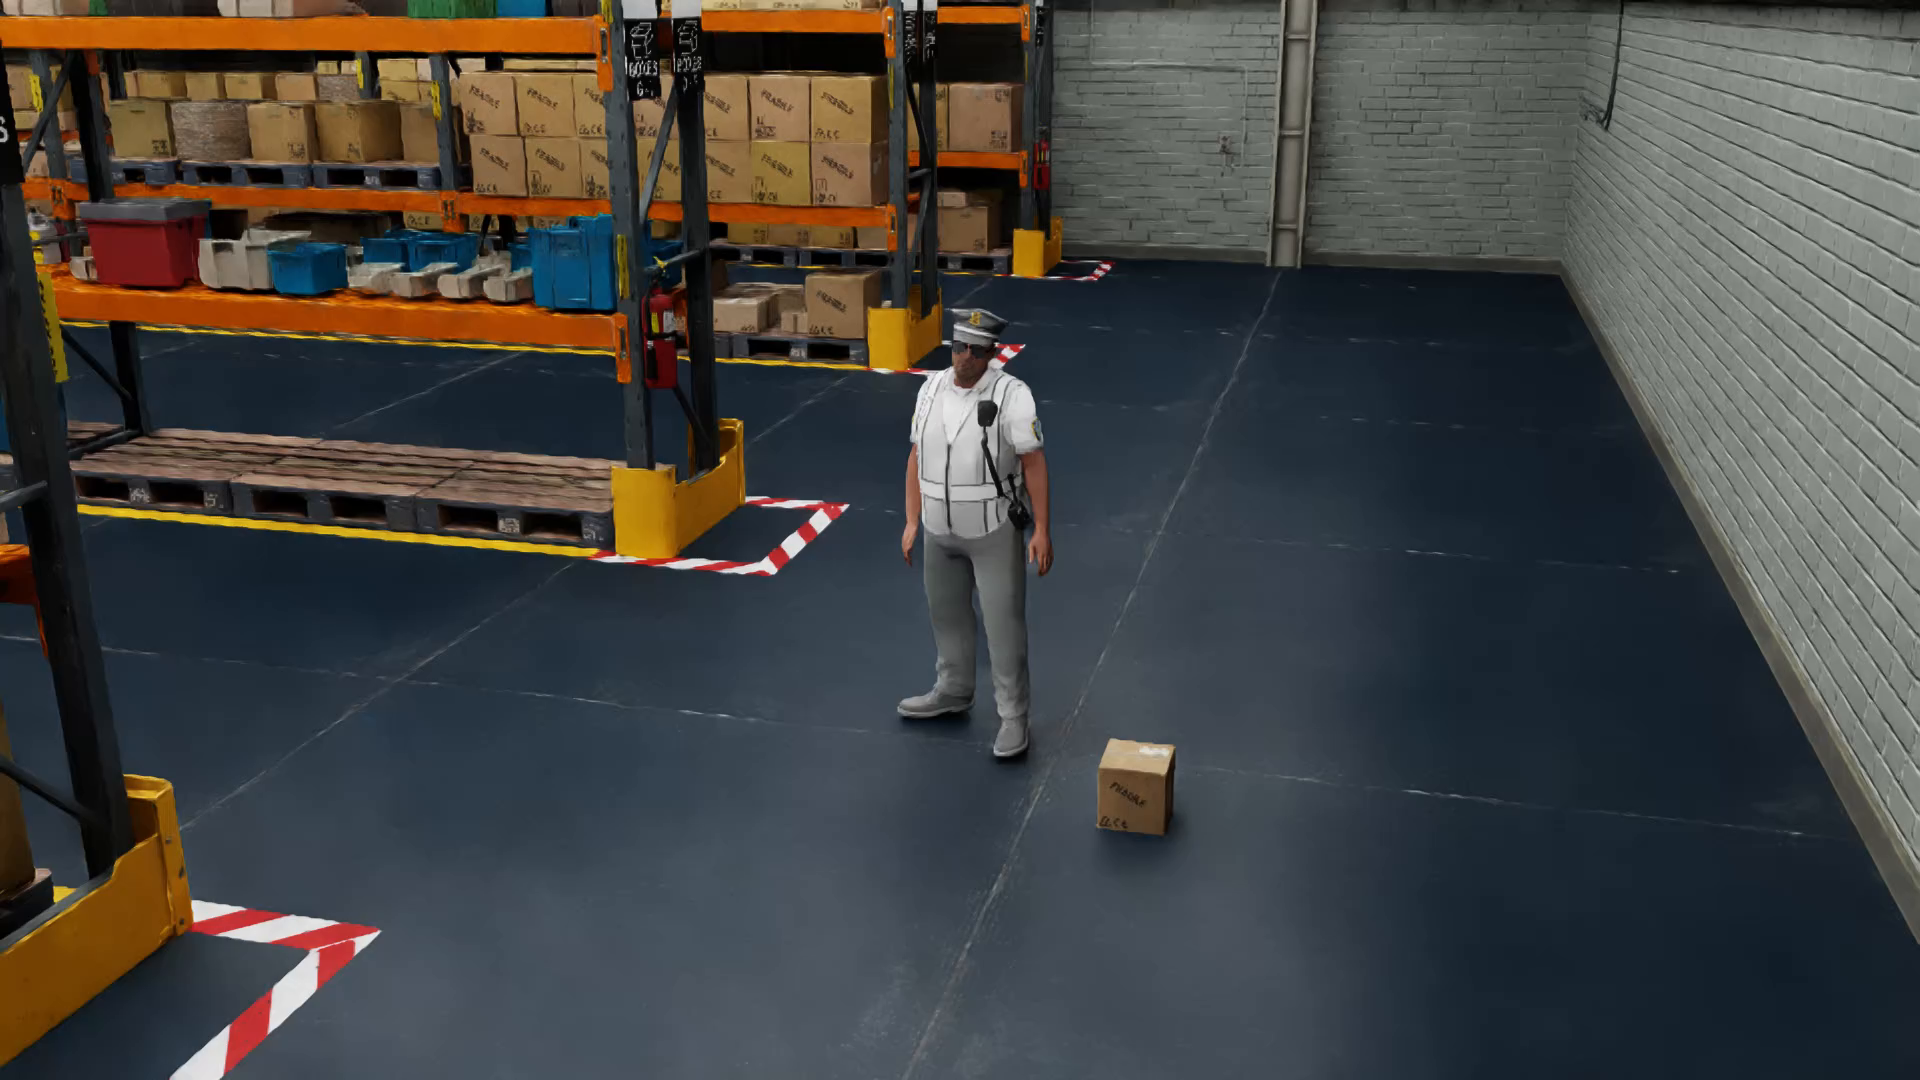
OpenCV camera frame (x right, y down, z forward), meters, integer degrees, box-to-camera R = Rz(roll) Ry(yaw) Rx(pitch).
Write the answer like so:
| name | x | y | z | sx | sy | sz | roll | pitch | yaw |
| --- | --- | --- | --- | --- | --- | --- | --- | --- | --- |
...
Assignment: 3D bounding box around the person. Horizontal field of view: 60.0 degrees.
| name | x | y | z | sx | sy | sz | roll | pitch | yaw |
| --- | --- | --- | --- | --- | --- | --- | --- | --- | --- |
| person | 0.046 | -0.057 | 6.628 | 0.690 | 1.770 | 0.398 | 11 | 21 | 29 |
